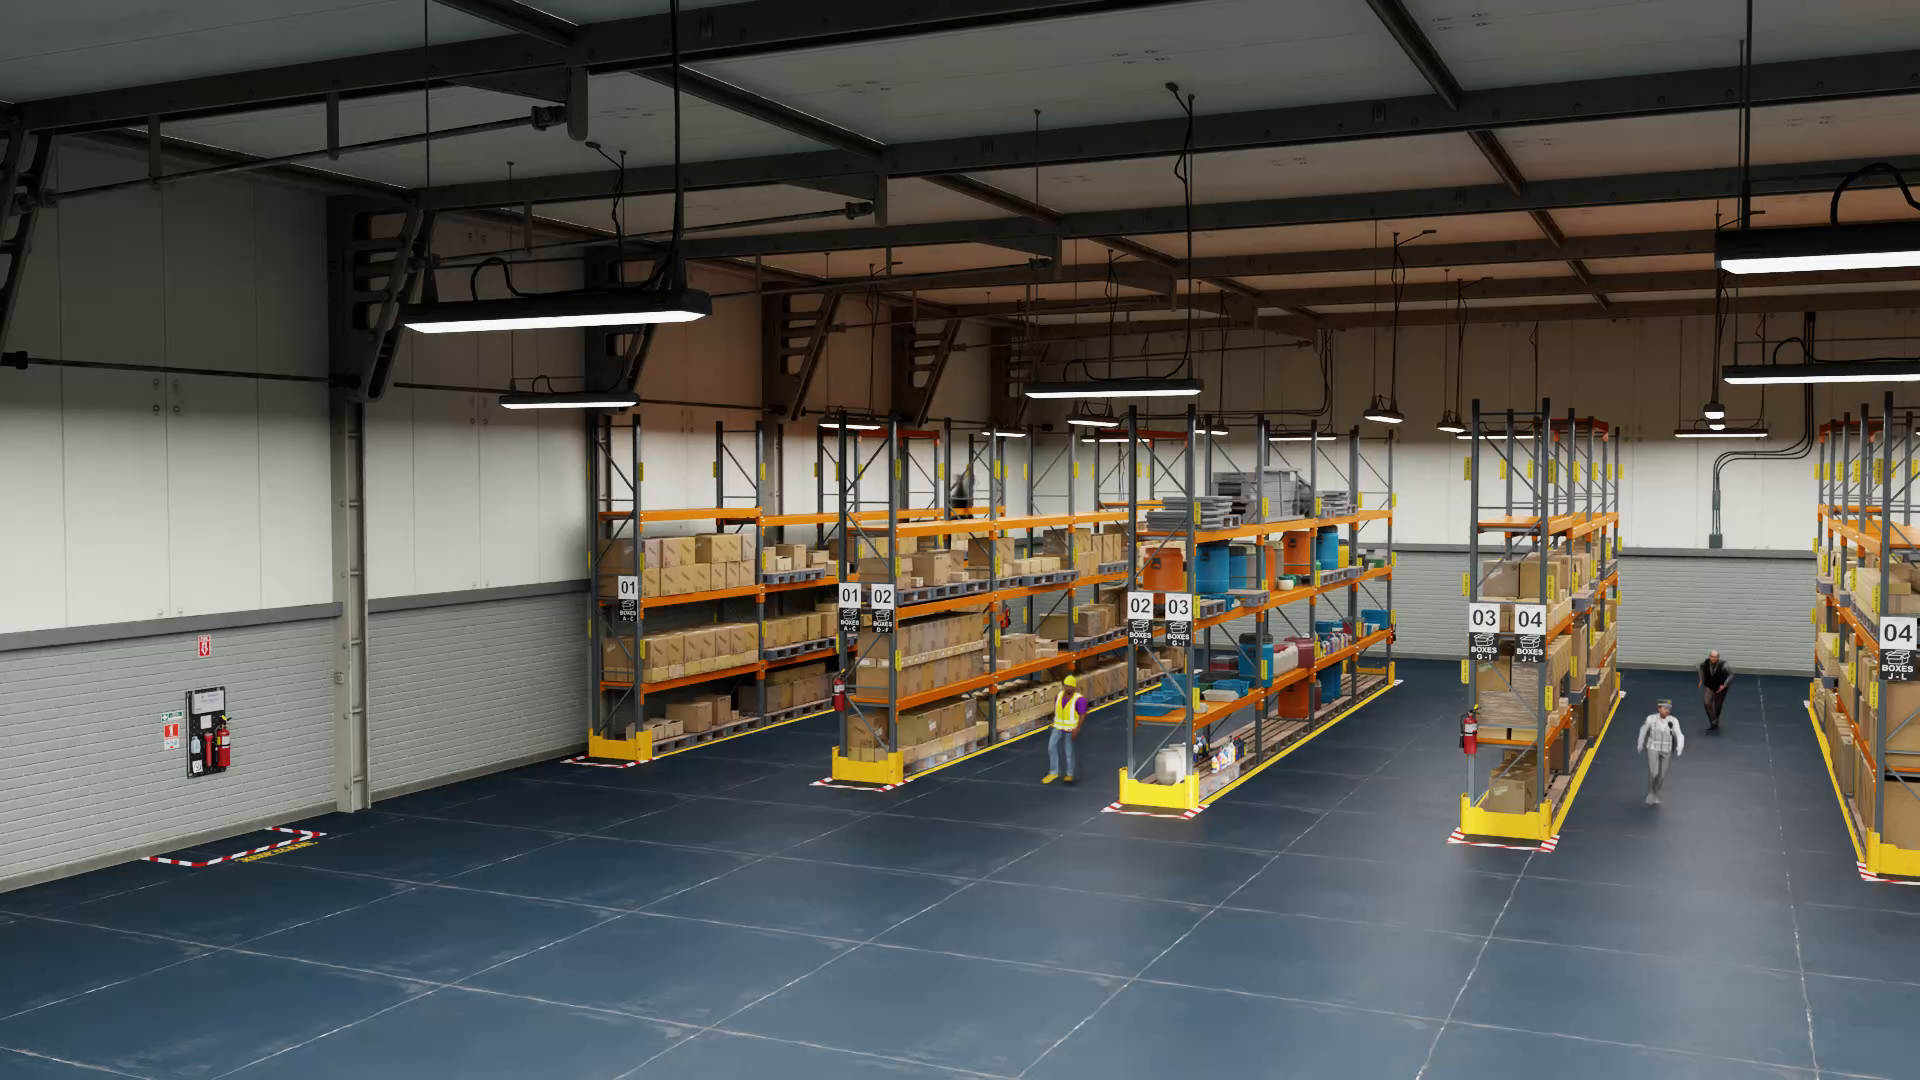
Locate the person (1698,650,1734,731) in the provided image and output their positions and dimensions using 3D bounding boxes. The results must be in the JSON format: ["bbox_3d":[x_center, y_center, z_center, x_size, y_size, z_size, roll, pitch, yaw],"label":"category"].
[{"bbox_3d":[14.742,2.893,32.377,0.652,1.571,1.069,1,3,32],"label":"person"}]

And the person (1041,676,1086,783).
[{"bbox_3d":[1.692,3.010,26.499,0.700,1.724,0.656,1,3,23],"label":"person"}]

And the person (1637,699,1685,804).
[{"bbox_3d":[10.460,3.157,24.752,0.570,1.617,0.785,0,2,9],"label":"person"}]
